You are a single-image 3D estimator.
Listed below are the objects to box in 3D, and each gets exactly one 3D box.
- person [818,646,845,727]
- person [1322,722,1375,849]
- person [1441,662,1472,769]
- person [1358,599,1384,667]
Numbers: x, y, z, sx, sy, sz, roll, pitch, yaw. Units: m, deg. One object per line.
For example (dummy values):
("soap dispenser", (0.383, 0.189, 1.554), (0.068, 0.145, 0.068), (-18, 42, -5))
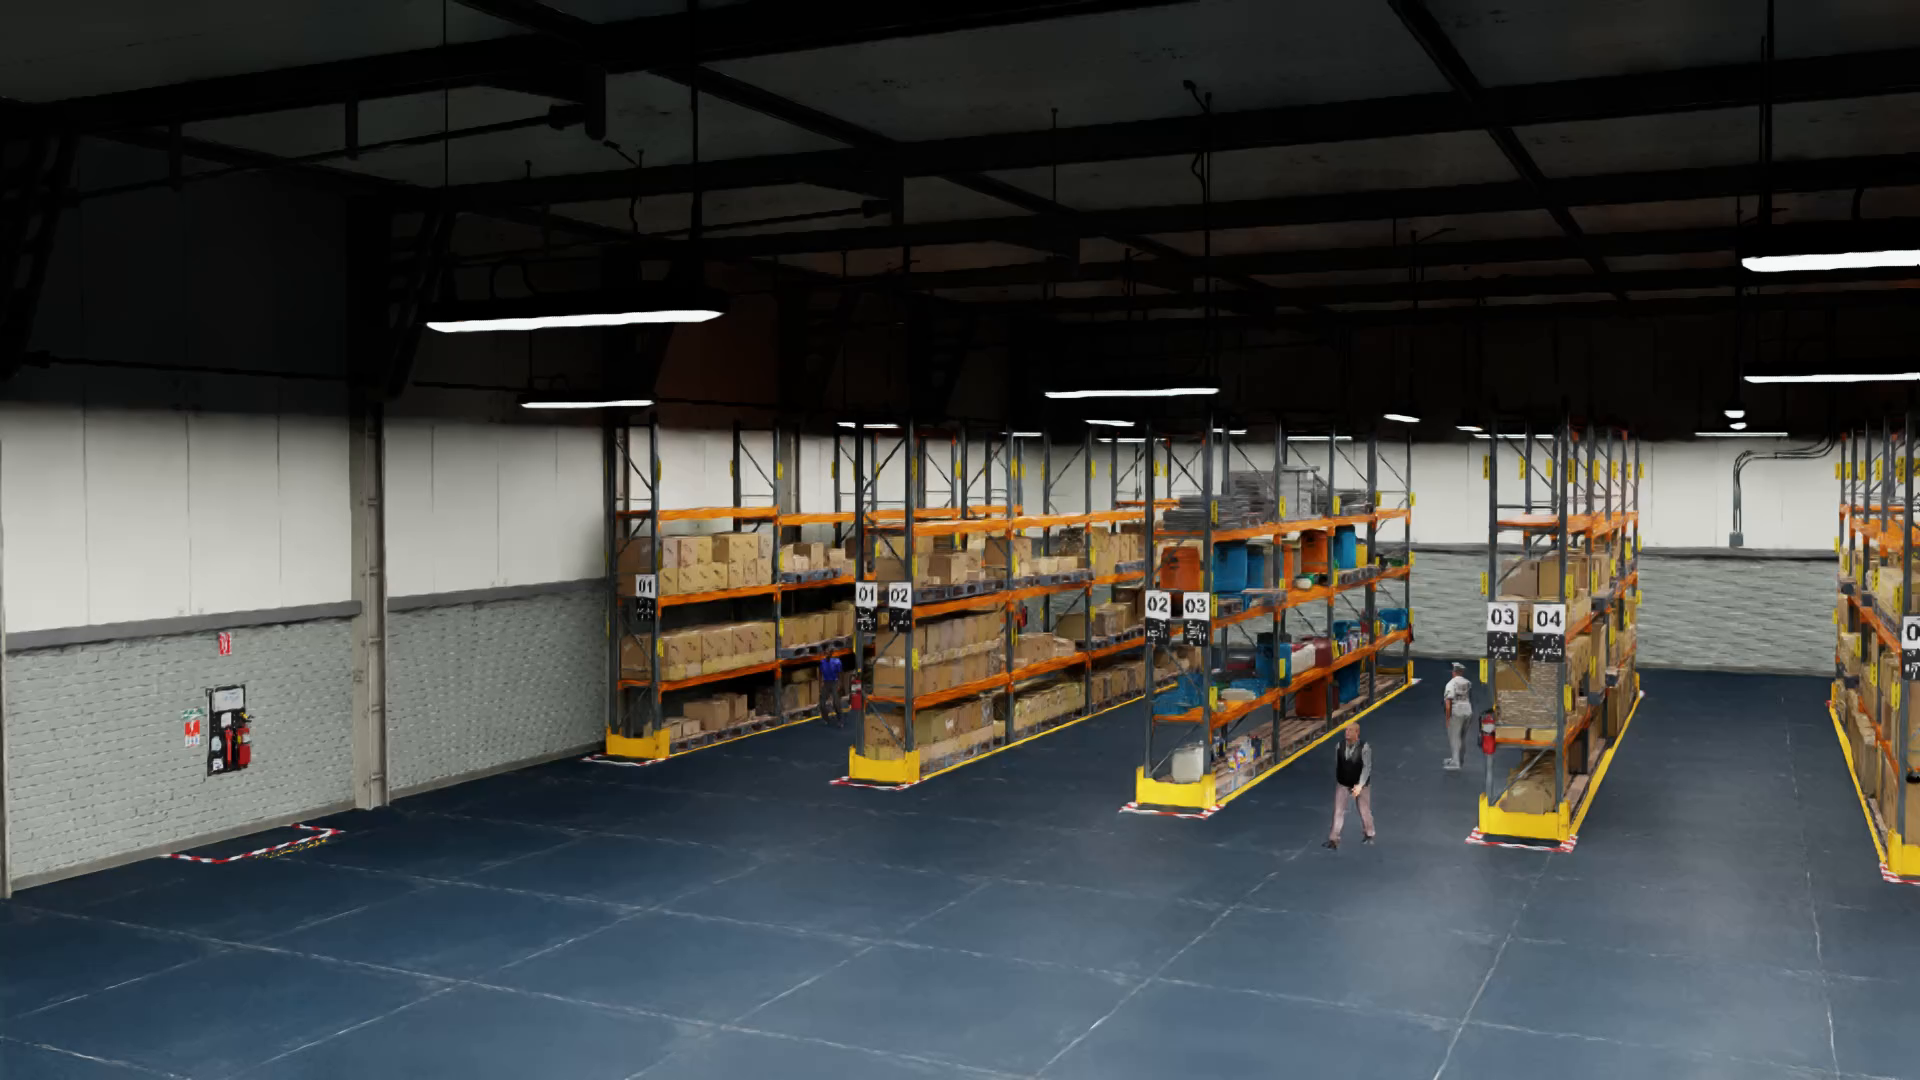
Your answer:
("person", (-2.507, 2.845, 32.388), (0.592, 1.604, 0.518), (1, 3, 22))
("person", (5.196, 3.233, 21.996), (0.539, 1.663, 1.033), (2, 3, 35))
("person", (8.308, 2.937, 27.929), (0.588, 1.759, 0.504), (-2, 3, -34))
("person", (10.359, 2.338, 42.264), (0.747, 1.778, 0.493), (-1, 3, -27))
